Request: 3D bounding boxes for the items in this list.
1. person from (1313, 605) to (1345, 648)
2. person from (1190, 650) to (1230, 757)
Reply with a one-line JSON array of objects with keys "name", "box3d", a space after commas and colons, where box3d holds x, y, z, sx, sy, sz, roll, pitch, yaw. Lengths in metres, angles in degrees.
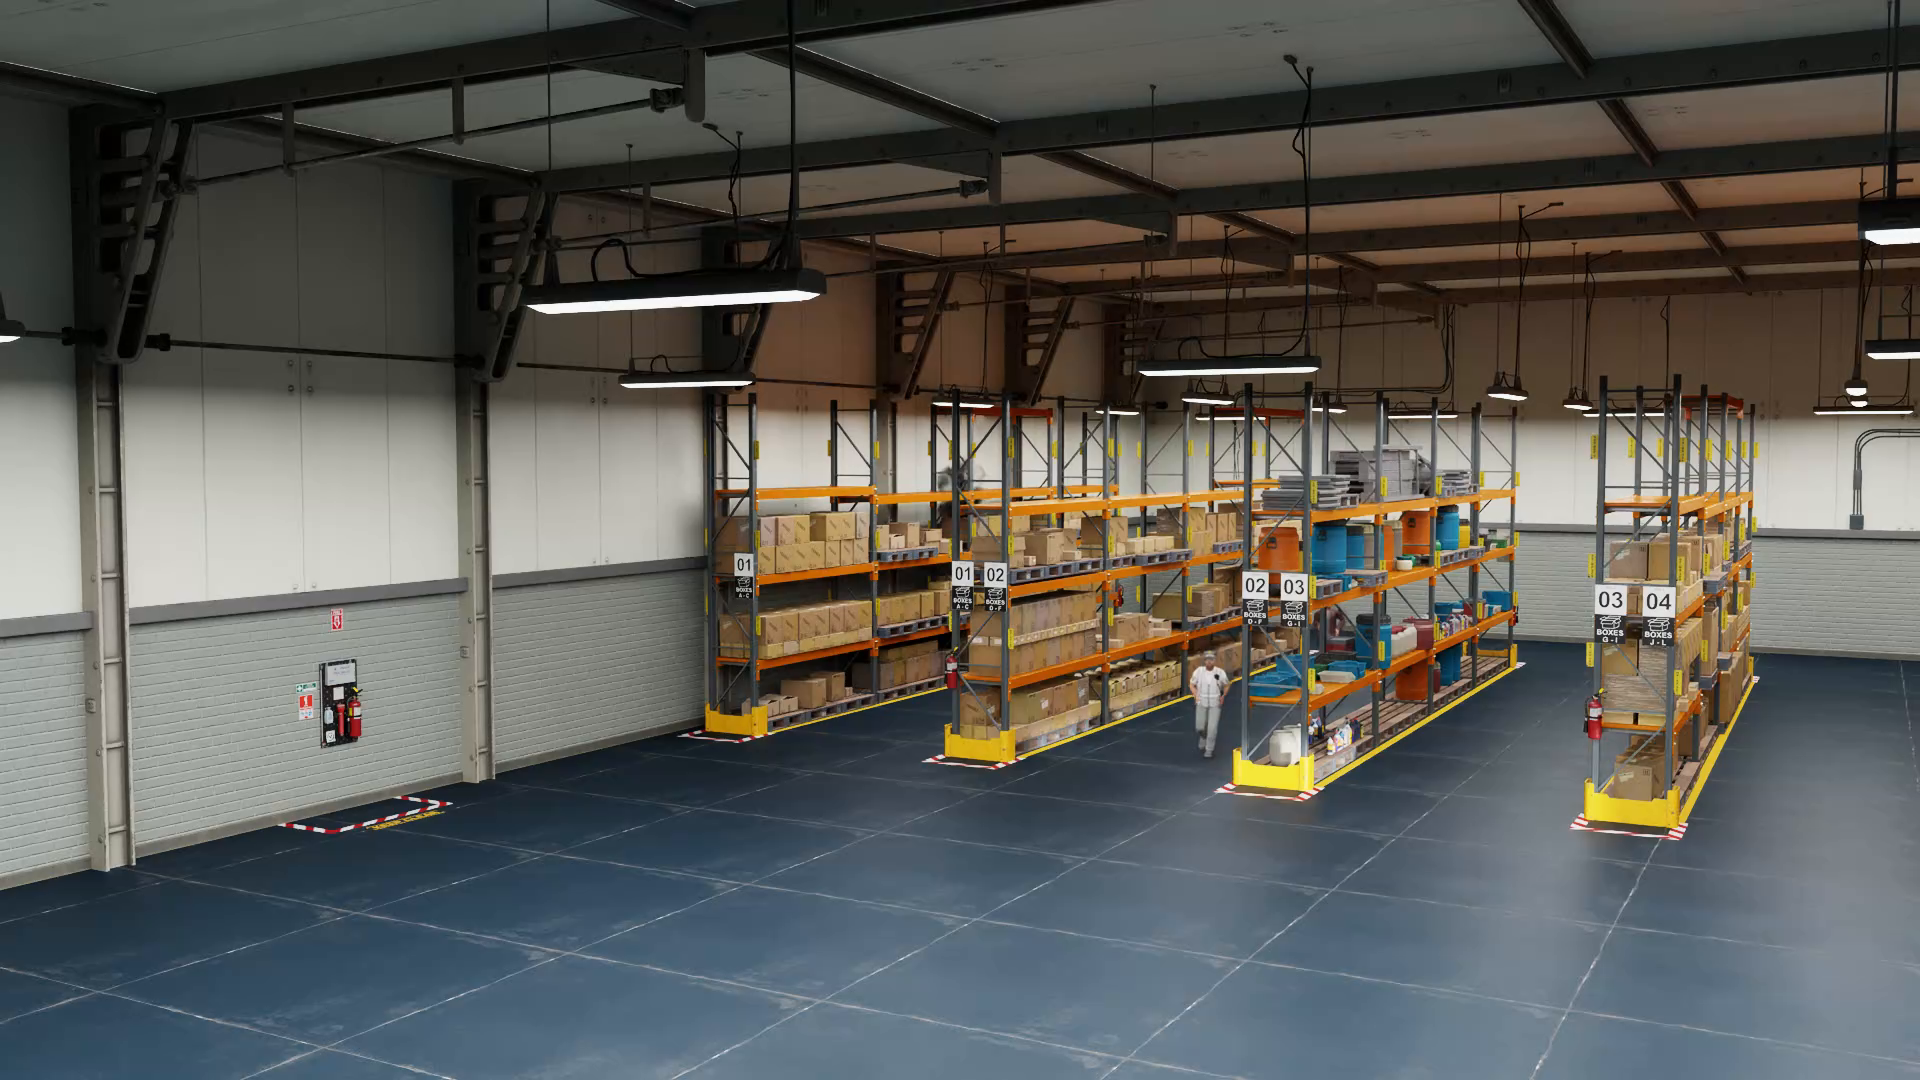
[{"name": "person", "box3d": [8.095, 2.147, 36.633, 0.669, 1.777, 0.753, 1, 3, 19]}, {"name": "person", "box3d": [4.082, 2.661, 27.206, 0.655, 1.738, 0.603, 1, 3, 12]}]
